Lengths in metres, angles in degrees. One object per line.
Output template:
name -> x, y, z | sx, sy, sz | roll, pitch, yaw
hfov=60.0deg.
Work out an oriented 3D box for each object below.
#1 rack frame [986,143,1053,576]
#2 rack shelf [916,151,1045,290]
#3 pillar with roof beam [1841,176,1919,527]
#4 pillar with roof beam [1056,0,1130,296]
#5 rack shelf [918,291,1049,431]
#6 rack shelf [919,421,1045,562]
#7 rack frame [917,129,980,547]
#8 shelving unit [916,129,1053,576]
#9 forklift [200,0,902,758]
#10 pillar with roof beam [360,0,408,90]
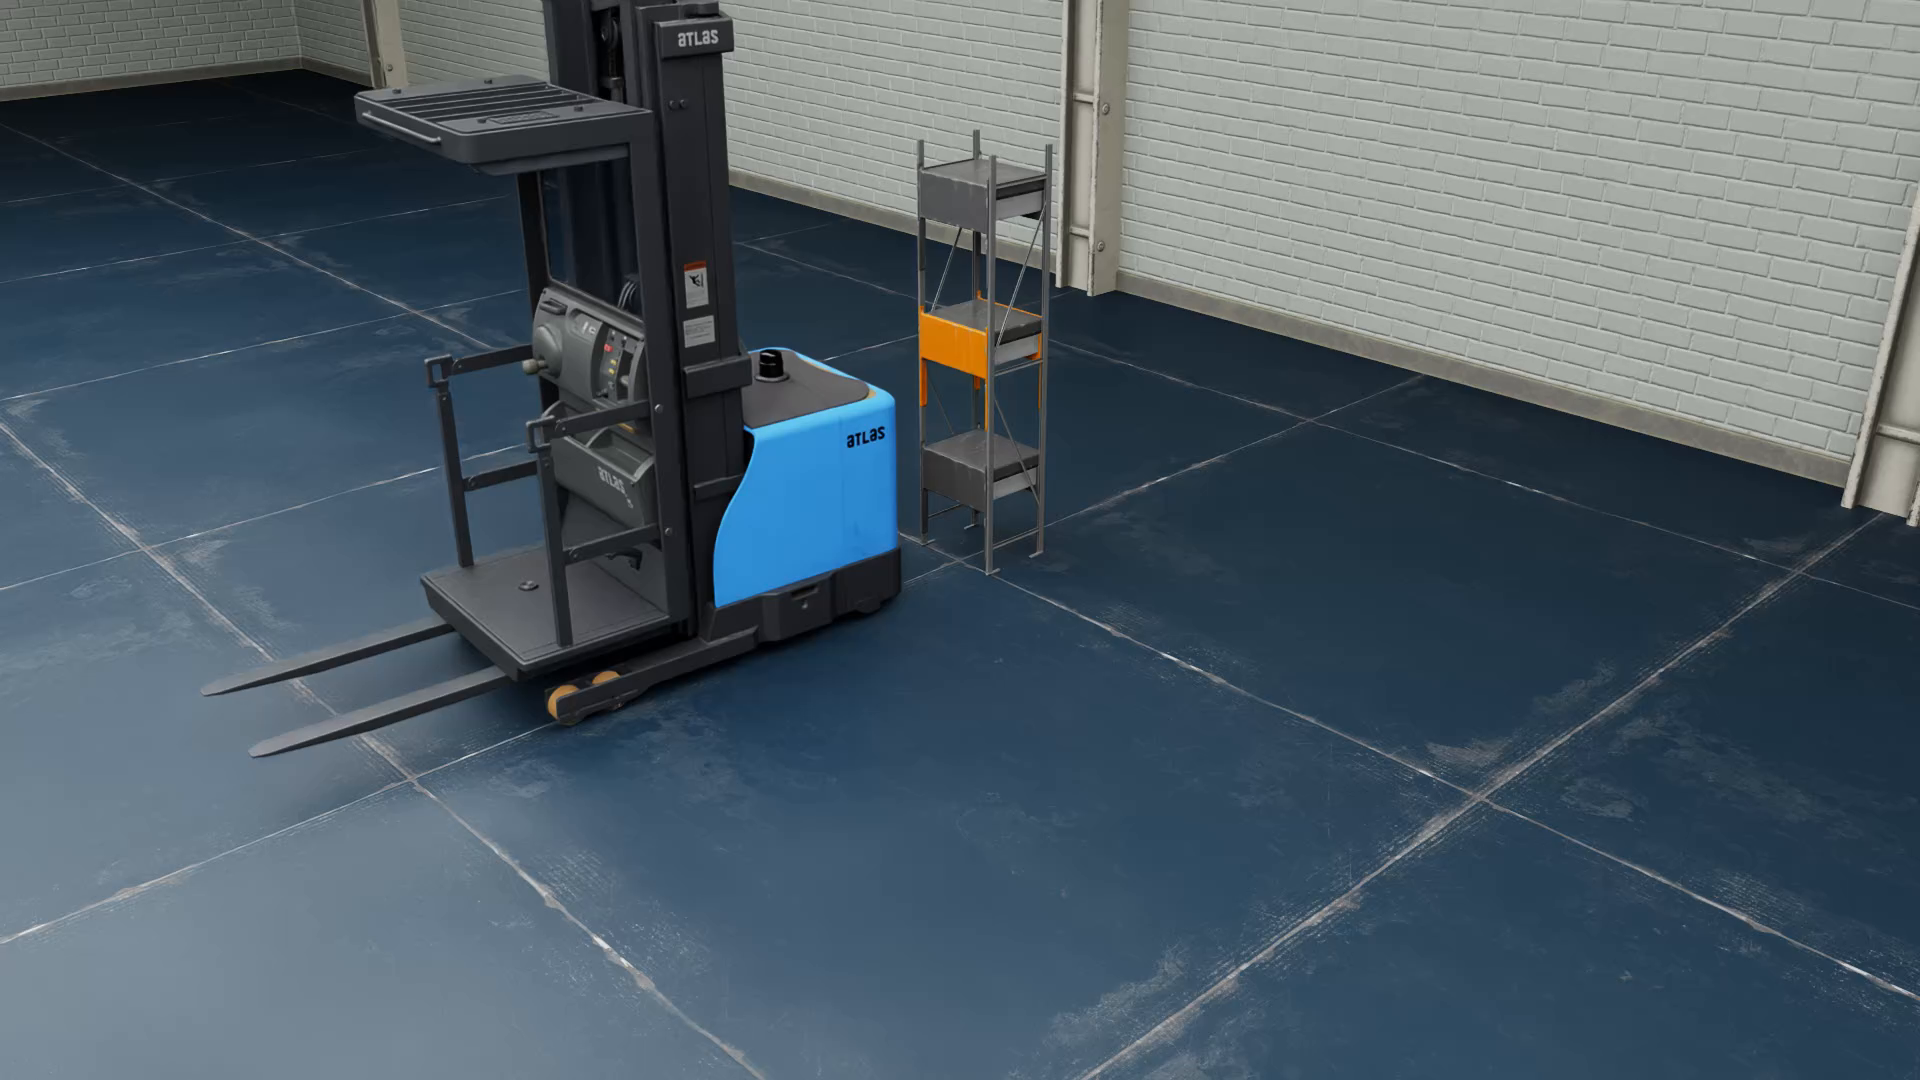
rack frame -> 0.280, -0.831, 8.042 | 0.400, 2.100, 0.015 | -21, 32, -38
rack shelf -> 0.113, -1.530, 7.919 | 0.431, 0.518, 0.480 | -21, 32, -38
pillar with roof beam -> 1.957, -3.046, 4.584 | 9.100, 9.000, 0.400 | -21, 32, -38
pillar with roof beam -> -2.143, -4.863, 8.569 | 9.100, 9.000, 0.400 | -21, 32, -38
rack shelf -> 0.113, -0.893, 8.210 | 0.431, 0.518, 0.480 | -21, 32, -38
rack shelf -> 0.113, -0.256, 8.500 | 0.431, 0.518, 0.480 | -21, 32, -38
rack frame -> -0.054, -0.979, 8.366 | 0.400, 2.100, 0.015 | -21, 32, -38
shelving unit -> 0.113, -0.905, 8.204 | 0.431, 2.100, 0.503 | -21, 32, -38
forklift -> -1.748, -0.798, 6.967 | 3.031, 2.935, 1.130 | -18, 30, -35
pillar with roof beam -> -10.345, -8.499, 16.538 | 9.100, 9.000, 0.400 | -21, 32, -38
